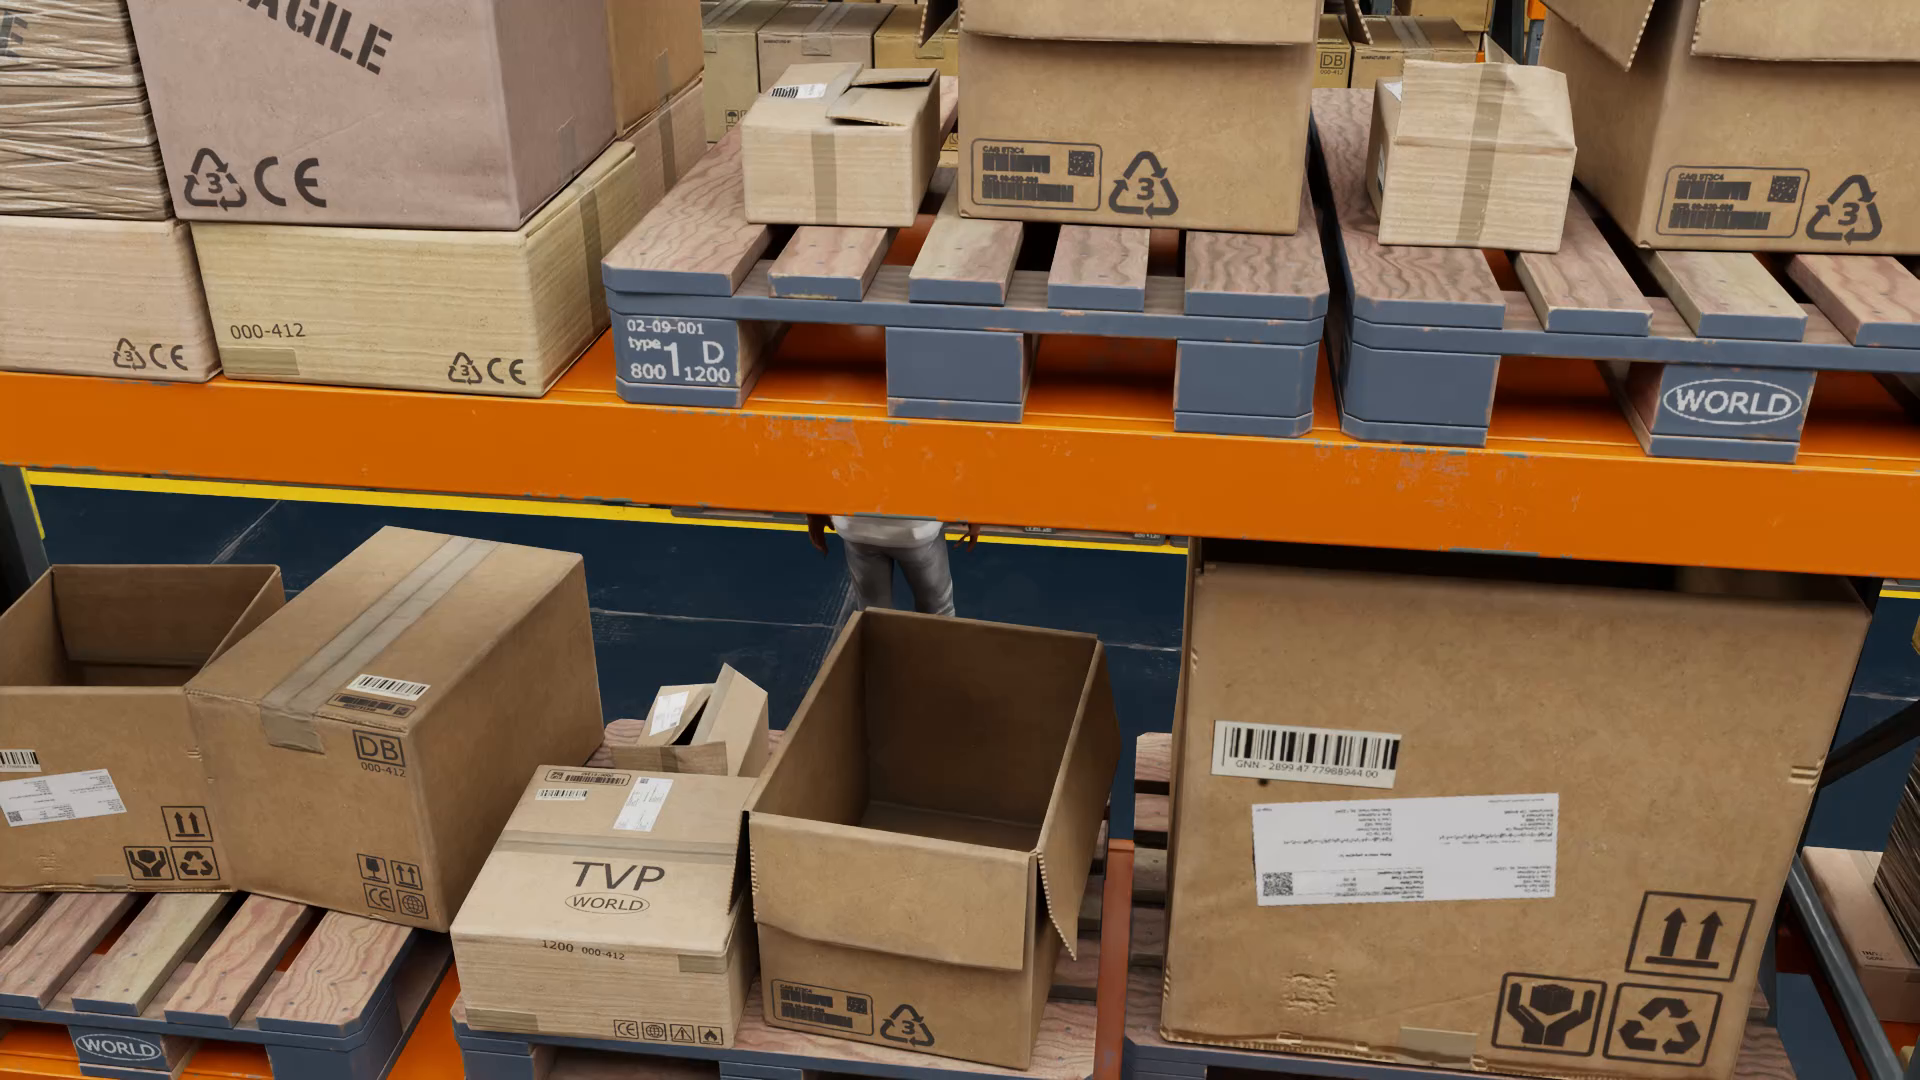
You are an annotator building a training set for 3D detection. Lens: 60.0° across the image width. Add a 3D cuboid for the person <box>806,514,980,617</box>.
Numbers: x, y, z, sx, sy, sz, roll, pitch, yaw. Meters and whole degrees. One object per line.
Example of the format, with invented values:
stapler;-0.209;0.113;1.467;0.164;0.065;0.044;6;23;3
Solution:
person;-0.250;-0.106;6.276;0.666;1.765;0.577;3;28;6
